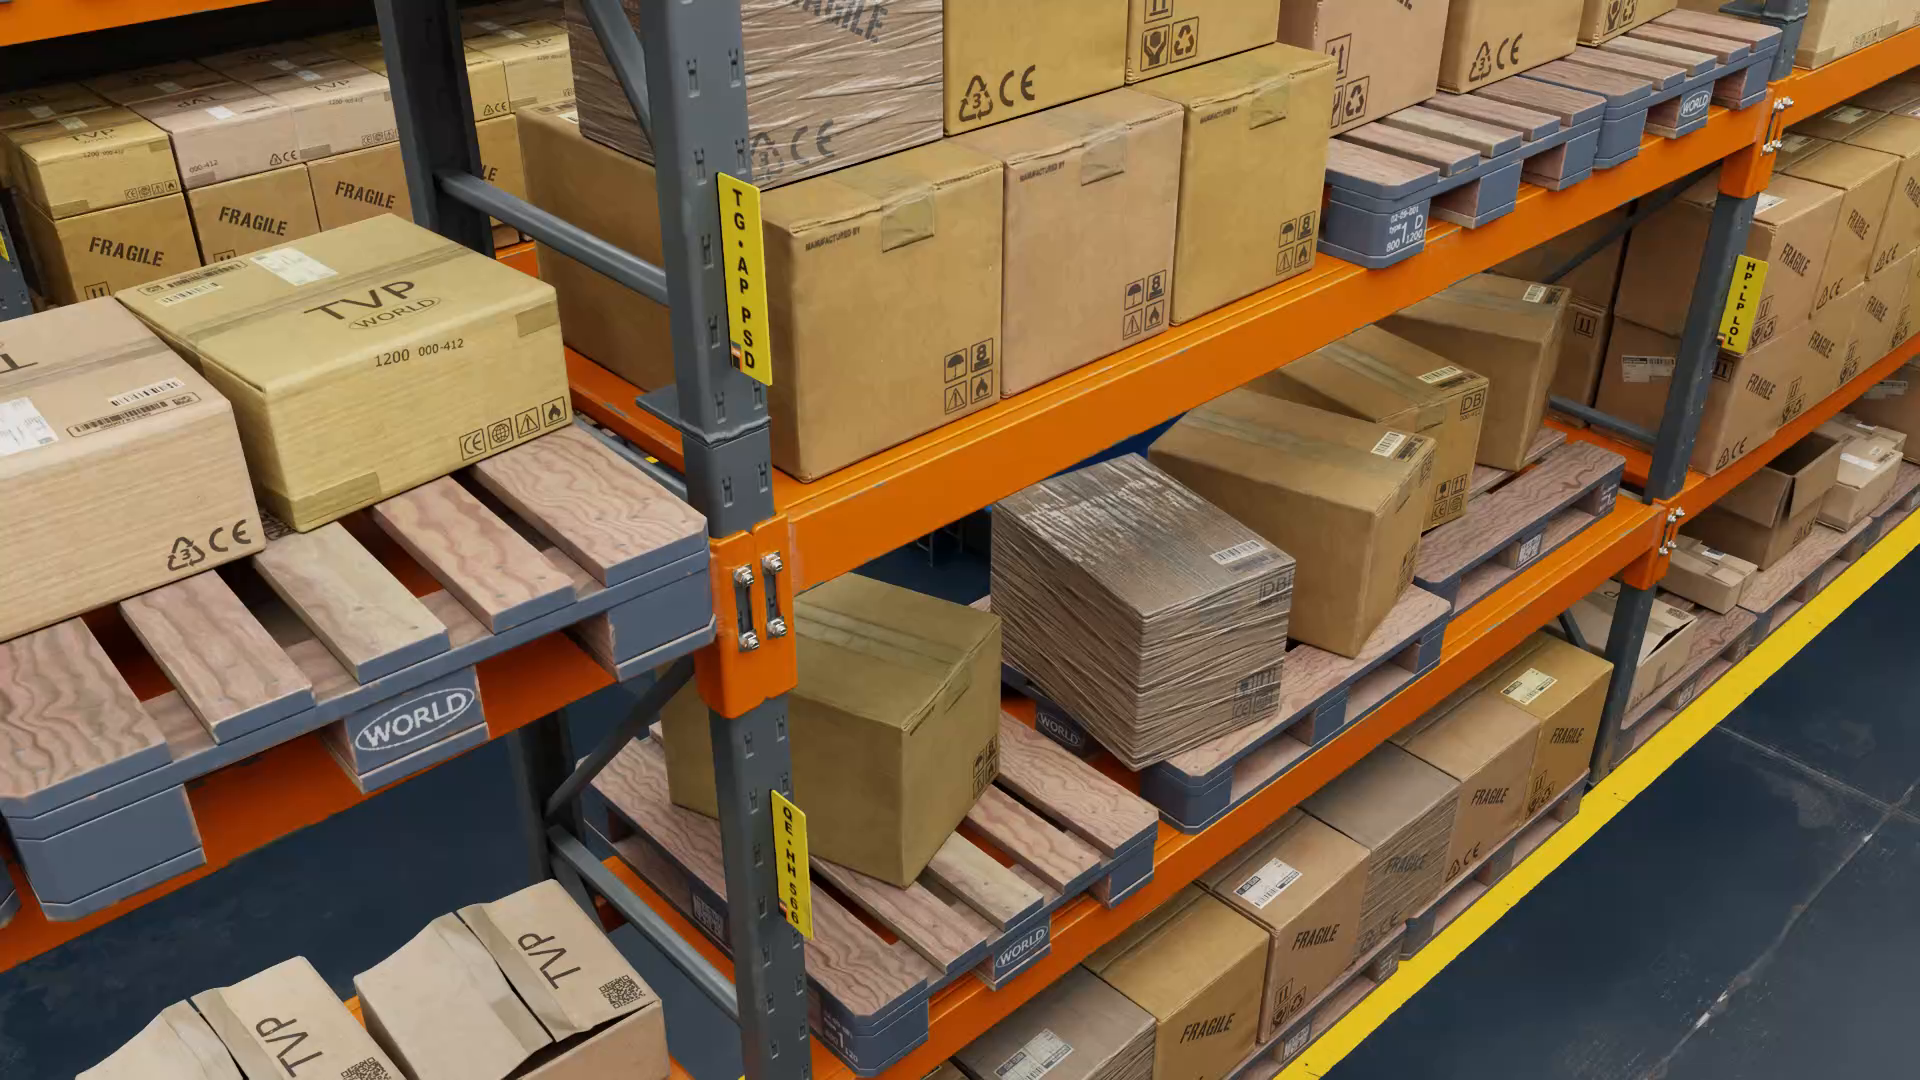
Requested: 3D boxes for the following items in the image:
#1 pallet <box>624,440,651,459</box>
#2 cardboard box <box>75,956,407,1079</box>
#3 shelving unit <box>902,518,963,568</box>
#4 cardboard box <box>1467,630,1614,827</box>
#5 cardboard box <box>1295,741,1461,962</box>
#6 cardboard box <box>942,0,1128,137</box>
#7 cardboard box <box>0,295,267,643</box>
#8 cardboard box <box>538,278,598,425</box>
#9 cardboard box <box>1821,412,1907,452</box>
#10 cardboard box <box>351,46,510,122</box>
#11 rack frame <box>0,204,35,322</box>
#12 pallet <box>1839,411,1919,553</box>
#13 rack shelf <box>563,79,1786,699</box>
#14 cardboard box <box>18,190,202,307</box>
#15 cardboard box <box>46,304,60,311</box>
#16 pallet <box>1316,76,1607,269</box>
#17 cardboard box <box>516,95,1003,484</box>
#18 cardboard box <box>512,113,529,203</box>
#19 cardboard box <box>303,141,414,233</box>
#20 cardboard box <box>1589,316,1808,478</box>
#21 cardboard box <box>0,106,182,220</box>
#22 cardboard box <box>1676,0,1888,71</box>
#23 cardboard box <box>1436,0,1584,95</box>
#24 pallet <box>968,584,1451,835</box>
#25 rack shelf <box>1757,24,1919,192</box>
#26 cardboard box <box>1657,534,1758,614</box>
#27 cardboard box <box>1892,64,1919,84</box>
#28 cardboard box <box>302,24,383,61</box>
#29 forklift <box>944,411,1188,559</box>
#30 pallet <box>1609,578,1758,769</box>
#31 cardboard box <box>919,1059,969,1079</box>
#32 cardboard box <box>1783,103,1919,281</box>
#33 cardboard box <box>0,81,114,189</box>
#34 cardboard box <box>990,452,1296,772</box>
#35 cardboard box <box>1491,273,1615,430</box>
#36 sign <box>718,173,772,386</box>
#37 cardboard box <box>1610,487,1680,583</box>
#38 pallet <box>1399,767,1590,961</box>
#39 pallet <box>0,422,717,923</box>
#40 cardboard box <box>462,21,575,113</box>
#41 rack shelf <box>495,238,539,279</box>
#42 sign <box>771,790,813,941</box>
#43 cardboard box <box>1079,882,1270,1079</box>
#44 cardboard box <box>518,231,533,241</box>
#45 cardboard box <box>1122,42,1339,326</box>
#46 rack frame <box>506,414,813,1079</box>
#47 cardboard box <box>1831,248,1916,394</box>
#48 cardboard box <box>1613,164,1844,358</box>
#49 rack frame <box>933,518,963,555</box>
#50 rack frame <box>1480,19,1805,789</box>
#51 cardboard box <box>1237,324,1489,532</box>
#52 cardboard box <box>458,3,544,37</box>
[{"bbox_3d":[-1.657,-0.903,9.525,1.213,0.211,1.003,-26,40,-35],"label":"pallet"},{"bbox_3d":[-1.492,1.198,3.501,0.500,0.311,0.500,-26,40,-36],"label":"cardboard box"},{"bbox_3d":[-0.136,-0.456,7.846,0.189,1.200,0.258,-23,38,-33],"label":"shelving unit"},{"bbox_3d":[2.061,0.662,6.267,0.500,0.500,0.500,-26,40,-36],"label":"cardboard box"},{"bbox_3d":[1.325,1.011,5.695,0.500,0.500,0.500,-25,39,-35],"label":"cardboard box"},{"bbox_3d":[-0.007,-1.165,3.351,0.500,0.500,0.500,-26,40,-35],"label":"cardboard box"},{"bbox_3d":[-1.371,-0.103,2.408,0.500,0.250,0.500,-25,39,-34],"label":"cardboard box"},{"bbox_3d":[-2.181,-1.061,8.768,0.750,0.750,0.750,-24,39,-34],"label":"cardboard box"},{"bbox_3d":[4.572,-0.503,8.492,0.250,0.166,0.380,-26,40,-35],"label":"cardboard box"},{"bbox_3d":[-2.440,-2.090,7.674,0.500,0.250,0.500,-27,40,-36],"label":"cardboard box"},{"bbox_3d":[-4.076,-0.977,6.972,0.127,3.000,1.000,-26,40,-35],"label":"rack frame"},{"bbox_3d":[4.522,-0.421,8.736,1.213,0.211,1.003,-26,40,-35],"label":"pallet"},{"bbox_3d":[0.762,-0.765,4.440,4.000,0.370,1.077,-26,40,-35],"label":"rack shelf"},{"bbox_3d":[-3.546,-1.229,6.985,0.500,0.500,0.500,-24,39,-34],"label":"cardboard box"},{"bbox_3d":[-3.677,-0.906,7.078,0.250,0.149,0.380,-26,40,-36],"label":"cardboard box"},{"bbox_3d":[0.944,-1.128,4.524,1.003,0.211,1.213,-26,40,-35],"label":"pallet"},{"bbox_3d":[-0.408,-0.573,3.341,0.500,0.500,0.910,-26,40,-35],"label":"cardboard box"},{"bbox_3d":[-2.051,-1.954,8.170,0.500,0.500,0.500,-26,40,-35],"label":"cardboard box"},{"bbox_3d":[-2.791,-1.587,7.570,0.500,0.500,0.500,-26,40,-36],"label":"cardboard box"},{"bbox_3d":[2.787,-0.621,6.295,0.500,0.500,0.500,-25,39,-34],"label":"cardboard box"},{"bbox_3d":[-3.546,-1.547,6.786,0.500,0.250,0.500,-25,39,-34],"label":"cardboard box"},{"bbox_3d":[2.753,-1.795,5.579,0.500,0.250,0.500,-26,40,-35],"label":"cardboard box"},{"bbox_3d":[1.334,-1.650,4.603,0.600,0.600,0.600,-26,40,-36],"label":"cardboard box"},{"bbox_3d":[0.718,0.307,5.056,1.213,0.211,1.003,-26,40,-35],"label":"pallet"},{"bbox_3d":[3.695,-2.184,6.761,4.000,0.370,1.077,-26,40,-35],"label":"rack shelf"},{"bbox_3d":[3.311,0.142,7.436,0.250,0.166,0.380,-26,40,-35],"label":"cardboard box"},{"bbox_3d":[4.275,-1.762,7.201,0.500,0.500,0.500,-25,39,-34],"label":"cardboard box"},{"bbox_3d":[-2.786,-2.279,7.982,0.500,0.250,0.500,-27,40,-36],"label":"cardboard box"},{"bbox_3d":[1.144,-1.710,8.237,3.031,2.935,1.130,-23,38,-33],"label":"forklift"},{"bbox_3d":[2.732,0.445,7.321,1.213,0.211,1.003,-26,40,-35],"label":"pallet"},{"bbox_3d":[-0.177,1.744,4.498,0.500,0.500,0.500,-24,39,-34],"label":"cardboard box"},{"bbox_3d":[3.520,-1.396,6.603,0.500,0.500,0.500,-27,41,-37],"label":"cardboard box"},{"bbox_3d":[-3.920,-1.735,7.093,0.500,0.250,0.500,-25,39,-34],"label":"cardboard box"},{"bbox_3d":[0.481,0.177,4.586,0.500,0.500,0.700,-18,36,-27],"label":"cardboard box"},{"bbox_3d":[2.420,-0.820,6.620,0.500,0.500,0.500,-25,39,-35],"label":"cardboard box"},{"bbox_3d":[-0.334,-0.402,2.585,0.005,0.325,0.100,-26,40,-35],"label":"sign"},{"bbox_3d":[3.003,-0.119,7.725,0.500,0.311,0.500,-26,40,-35],"label":"cardboard box"},{"bbox_3d":[1.657,0.991,6.427,1.213,0.211,1.003,-26,40,-35],"label":"pallet"},{"bbox_3d":[-1.142,-0.007,2.692,1.003,0.211,1.213,-24,39,-33],"label":"pallet"},{"bbox_3d":[-2.067,-2.271,7.970,0.500,0.250,0.500,-25,39,-35],"label":"cardboard box"},{"bbox_3d":[-2.609,-1.379,8.320,4.000,0.370,1.077,-26,40,-35],"label":"rack shelf"},{"bbox_3d":[-0.325,0.634,3.228,0.005,0.325,0.100,-26,40,-35],"label":"sign"},{"bbox_3d":[0.574,1.380,5.093,0.500,0.500,0.500,-26,40,-36],"label":"cardboard box"},{"bbox_3d":[-2.159,-1.635,8.270,0.250,0.149,0.380,-27,41,-37],"label":"cardboard box"},{"bbox_3d":[0.347,-0.938,3.938,0.500,0.500,0.910,-26,40,-35],"label":"cardboard box"},{"bbox_3d":[-0.705,0.917,3.875,0.127,3.000,1.000,-26,40,-35],"label":"rack frame"},{"bbox_3d":[3.529,-0.980,6.882,0.500,0.500,0.500,-26,40,-36],"label":"cardboard box"},{"bbox_3d":[2.765,-1.031,6.006,0.500,0.500,0.500,-25,39,-34],"label":"cardboard box"},{"bbox_3d":[-0.065,-0.487,7.896,0.006,1.200,0.240,-23,38,-33],"label":"rack frame"},{"bbox_3d":[2.228,-0.502,6.195,0.127,3.000,1.000,-26,40,-35],"label":"rack frame"},{"bbox_3d":[1.268,-0.373,5.486,0.500,0.500,0.700,-19,36,-28],"label":"cardboard box"},{"bbox_3d":[-2.400,-2.462,8.282,0.500,0.250,0.500,-27,41,-37],"label":"cardboard box"}]
